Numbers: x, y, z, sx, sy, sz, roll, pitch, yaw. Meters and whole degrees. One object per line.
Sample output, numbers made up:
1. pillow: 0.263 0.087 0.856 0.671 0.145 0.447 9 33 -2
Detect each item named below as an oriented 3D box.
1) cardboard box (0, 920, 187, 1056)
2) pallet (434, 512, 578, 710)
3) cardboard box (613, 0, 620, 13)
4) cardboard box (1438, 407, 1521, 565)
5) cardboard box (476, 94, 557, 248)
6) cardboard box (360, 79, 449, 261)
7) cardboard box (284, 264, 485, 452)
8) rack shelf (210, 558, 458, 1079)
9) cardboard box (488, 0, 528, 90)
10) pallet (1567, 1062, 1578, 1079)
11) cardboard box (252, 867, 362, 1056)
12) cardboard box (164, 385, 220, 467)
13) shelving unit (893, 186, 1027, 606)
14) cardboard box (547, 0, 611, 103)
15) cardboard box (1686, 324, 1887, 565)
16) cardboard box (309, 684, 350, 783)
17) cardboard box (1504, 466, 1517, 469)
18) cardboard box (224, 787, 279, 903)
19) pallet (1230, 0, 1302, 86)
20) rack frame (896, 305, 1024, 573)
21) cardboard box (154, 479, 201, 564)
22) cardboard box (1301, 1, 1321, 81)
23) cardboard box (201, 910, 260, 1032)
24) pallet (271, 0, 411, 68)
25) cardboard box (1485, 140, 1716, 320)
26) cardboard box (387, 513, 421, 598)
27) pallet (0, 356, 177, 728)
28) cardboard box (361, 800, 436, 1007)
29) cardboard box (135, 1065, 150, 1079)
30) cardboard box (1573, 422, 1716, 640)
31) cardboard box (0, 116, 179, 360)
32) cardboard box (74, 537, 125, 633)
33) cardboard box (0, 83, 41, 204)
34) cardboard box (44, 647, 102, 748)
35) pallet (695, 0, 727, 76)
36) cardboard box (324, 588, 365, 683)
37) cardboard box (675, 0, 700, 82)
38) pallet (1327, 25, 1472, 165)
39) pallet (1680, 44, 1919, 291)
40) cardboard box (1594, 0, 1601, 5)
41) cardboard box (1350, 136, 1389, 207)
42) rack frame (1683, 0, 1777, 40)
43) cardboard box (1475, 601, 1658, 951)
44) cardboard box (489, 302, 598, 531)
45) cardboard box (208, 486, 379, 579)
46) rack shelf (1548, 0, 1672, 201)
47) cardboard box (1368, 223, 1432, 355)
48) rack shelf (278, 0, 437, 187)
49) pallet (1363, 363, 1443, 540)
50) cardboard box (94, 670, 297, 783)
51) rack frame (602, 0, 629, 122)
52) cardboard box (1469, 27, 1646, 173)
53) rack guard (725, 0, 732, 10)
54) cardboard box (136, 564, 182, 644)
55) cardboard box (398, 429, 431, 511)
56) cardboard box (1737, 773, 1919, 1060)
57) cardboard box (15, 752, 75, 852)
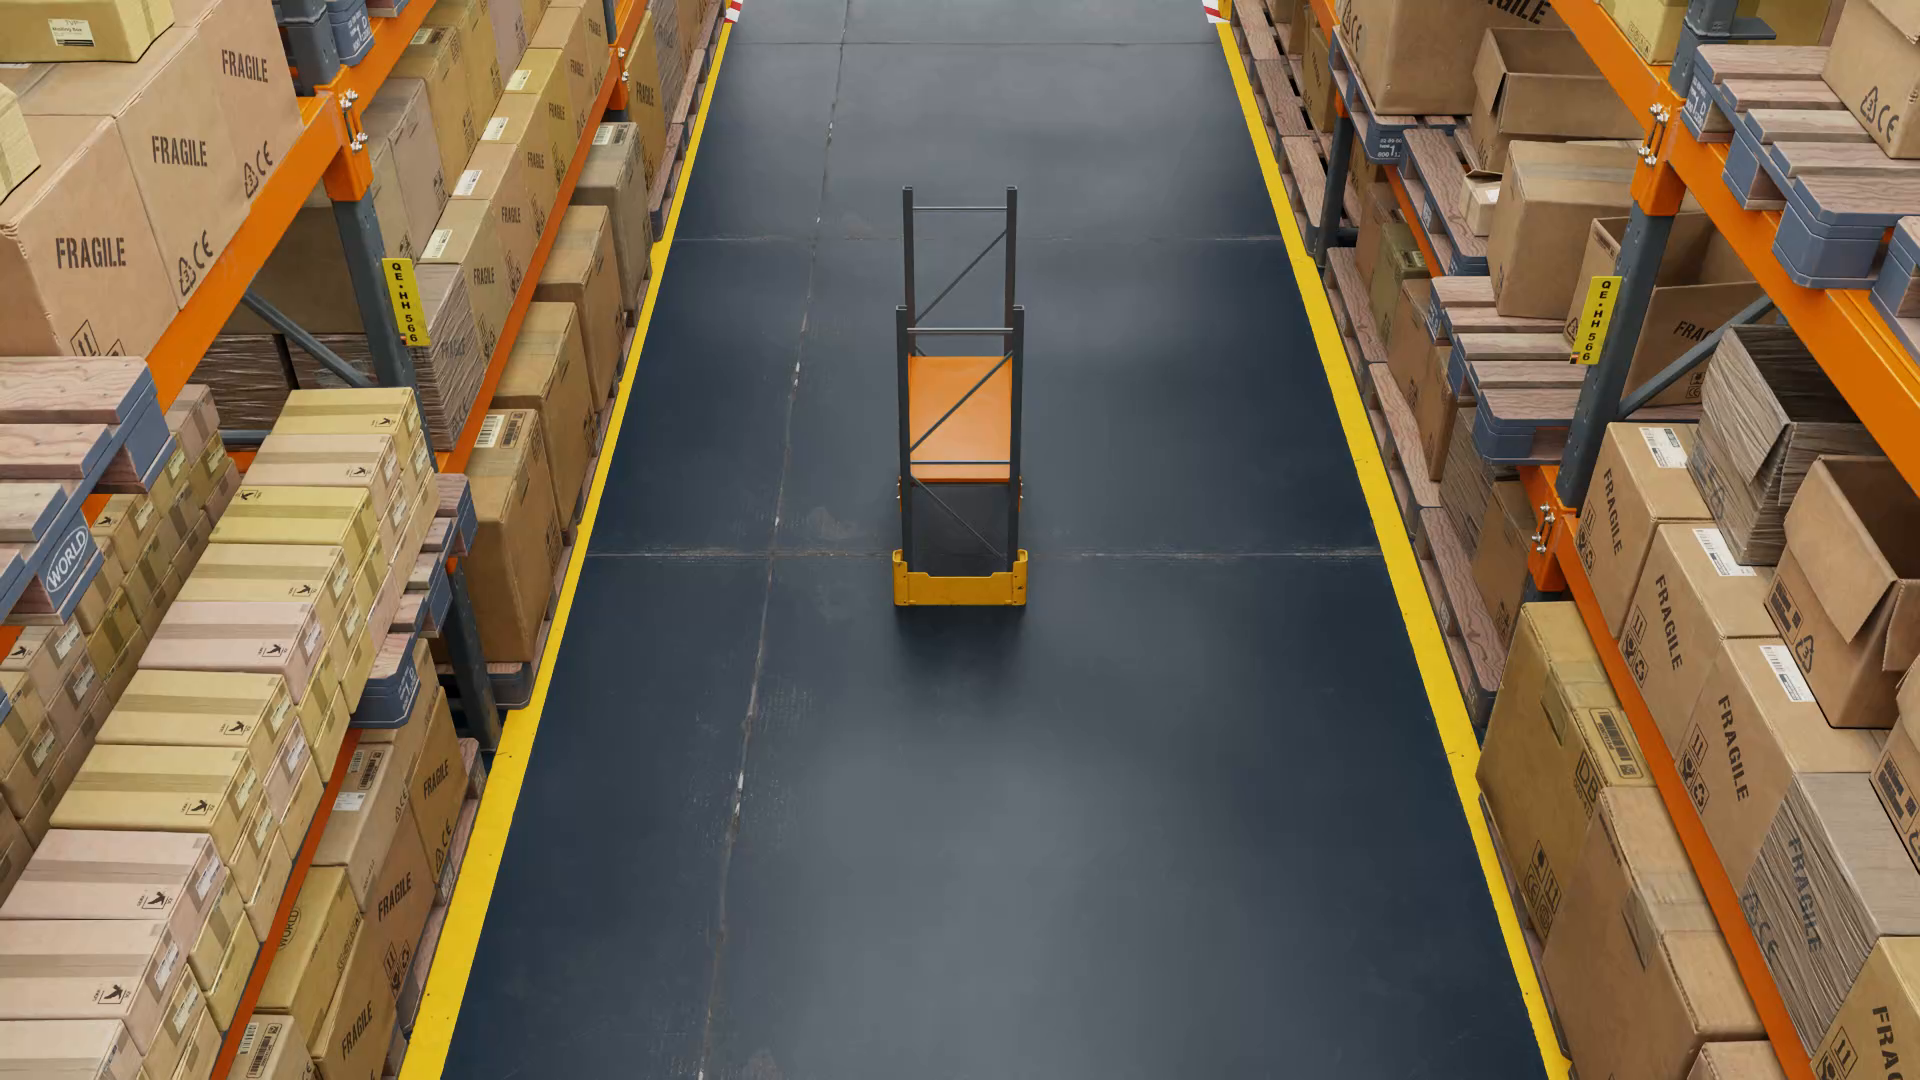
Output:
1. cardboard box: -1.902 0.955 3.549 0.380 0.149 0.250 0 39 0
2. pallet: -2.289 0.244 7.277 1.003 0.211 1.213 0 39 0
3. cardboard box: -2.380 -3.142 9.152 0.875 0.550 0.550 0 39 0
4. cardboard box: 2.563 -0.254 7.315 0.700 0.500 0.500 -3 39 -4
5. cardboard box: -2.096 -1.616 7.288 0.500 0.500 0.500 0 39 -1
6. cardboard box: -2.356 -1.377 6.191 0.700 0.500 0.500 -1 39 -1
7. cardboard box: -2.094 -0.671 6.109 0.500 0.500 0.500 0 39 0
8. rack shelf: -2.361 1.180 4.454 1.077 0.370 4.000 0 39 0
9. cardboard box: -2.358 -2.334 7.384 0.700 0.500 0.500 0 39 0
10. pallet: 2.521 2.051 5.022 1.003 0.211 1.213 0 39 0
11. cardboard box: -2.104 1.229 4.881 0.500 0.250 0.500 1 39 1
12. cardboard box: -2.556 -0.357 5.187 0.380 0.149 0.250 0 39 0
13. shelving unit: 0.000 -0.633 7.340 0.587 1.500 1.083 0 39 0
14. cardboard box: -2.100 -2.566 8.473 0.500 0.500 0.500 0 39 0
15. cardboard box: 2.582 -0.265 4.800 0.797 0.503 0.637 1 39 1
16. cardboard box: -1.905 0.531 4.553 0.380 0.149 0.250 -2 39 -2
17. cardboard box: 2.555 -0.531 7.062 0.500 0.250 0.500 4 39 5
18. cardboard box: -1.903 0.743 4.051 0.380 0.149 0.250 -1 39 -1
19. pallet: 2.553 -3.651 12.137 1.003 0.211 1.213 0 39 0
20. rack frame: 0.000 -0.321 6.951 0.500 1.500 0.032 0 39 0
21. cardboard box: -2.561 -0.061 5.055 0.380 0.149 0.250 2 39 2
22. cardboard box: 2.589 -3.327 11.166 0.500 0.500 0.500 3 39 4
23. cardboard box: -1.906 1.021 3.942 0.380 0.149 0.250 -1 39 -1
24. pallet: -2.417 -1.851 5.413 1.213 0.211 1.003 2 39 2
25. cardboard box: 2.456 -1.181 6.410 0.700 0.500 0.500 5 39 7
26. cardboard box: -1.904 0.046 5.159 0.380 0.149 0.250 0 39 0
27. pallet: -2.257 0.018 3.080 1.213 0.211 1.003 0 39 0
28. cardboard box: -2.104 1.196 5.522 0.500 0.500 0.500 1 39 2
29. cardboard box: -1.903 1.235 3.437 0.380 0.149 0.250 -2 39 -2
30. cardboard box: 2.325 -0.027 5.305 0.500 0.500 0.500 1 39 1
31. cardboard box: -2.098 -0.579 3.595 0.500 0.500 0.500 0 39 0
32. cardboard box: -2.558 0.127 4.582 0.380 0.149 0.250 -2 39 -2
33. cardboard box: -2.081 -0.802 3.262 0.396 0.266 0.258 0 39 0
34. cardboard box: -2.557 0.419 4.455 0.380 0.149 0.250 0 39 0
35. pallet: -2.293 -3.766 12.281 1.003 0.211 1.213 0 39 0
36. cardboard box: -1.902 0.263 4.650 0.380 0.149 0.250 0 39 0
37. cardboard box: -2.302 -3.715 11.350 0.875 0.875 0.875 -1 39 -1
38. pallet: 2.448 -2.240 8.300 1.003 0.211 1.213 0 39 0
39. pallet: 2.651 -0.986 4.334 1.213 0.211 1.003 2 39 2
40. cardboard box: 2.337 -2.011 5.582 0.500 0.250 0.500 0 39 0
41. cardboard box: 2.632 -2.232 9.799 0.500 0.500 0.500 -1 39 -1
42. rack frame: 2.597 -2.633 3.839 1.000 3.000 0.127 0 39 0
43. cardboard box: 2.577 0.805 5.710 1.225 0.875 0.875 -2 39 -2
44. cardboard box: -2.278 -0.565 7.519 1.050 0.750 0.750 1 39 1
45. cardboard box: -1.906 -0.022 4.768 0.380 0.149 0.250 1 39 1
46. rack shelf: 2.595 -2.432 6.563 1.077 0.370 4.000 0 39 0
47. cardboard box: 2.553 -1.307 8.629 0.700 0.500 0.500 0 39 0
48. rack shelf: -2.365 -2.492 6.637 1.077 0.370 4.000 0 39 0
49. pallet: 2.599 -0.453 8.147 1.003 0.211 1.213 0 39 0
50. cardboard box: -1.905 0.466 4.160 0.380 0.149 0.250 2 39 2
51. rack frame: -2.368 -2.853 8.911 1.000 3.000 0.127 0 39 0
52. cardboard box: 2.687 -1.913 7.320 0.797 0.503 0.637 4 39 5
53. rack guard: -2.372 -4.394 12.833 1.175 0.500 0.348 0 39 0
54. cardboard box: -2.563 0.199 4.968 0.380 0.149 0.250 2 39 2
55. cardboard box: -1.907 -0.225 5.259 0.380 0.149 0.250 1 39 1
56. cardboard box: 2.331 0.929 4.112 0.500 0.500 0.500 0 39 0
57. cardboard box: -2.561 0.692 4.353 0.380 0.149 0.250 0 39 1
